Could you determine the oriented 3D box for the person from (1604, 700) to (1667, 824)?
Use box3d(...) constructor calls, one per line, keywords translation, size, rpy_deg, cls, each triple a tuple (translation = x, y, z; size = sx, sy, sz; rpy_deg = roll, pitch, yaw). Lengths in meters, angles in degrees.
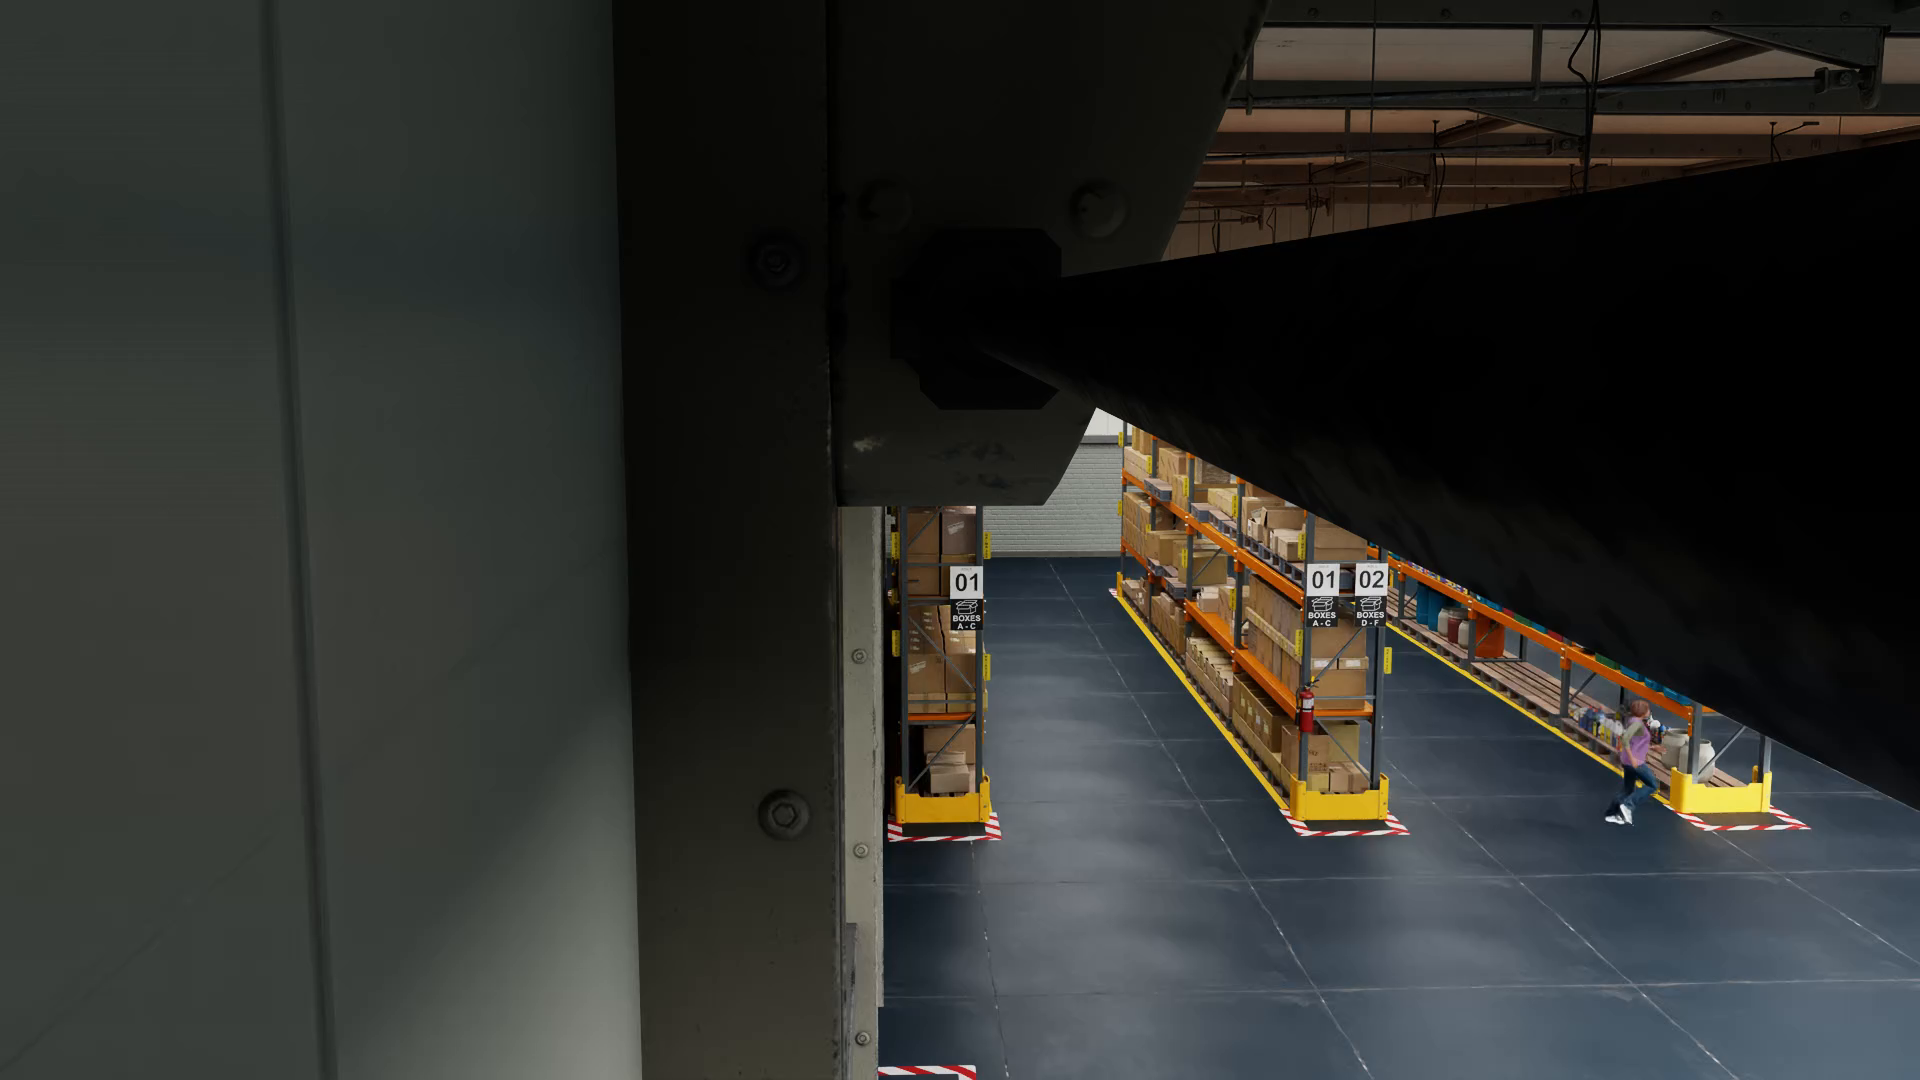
box3d(translation=(8.247, 2.712, 20.253), size=(0.689, 1.554, 0.509), rpy_deg=(1, 8, 10), cls="person")
